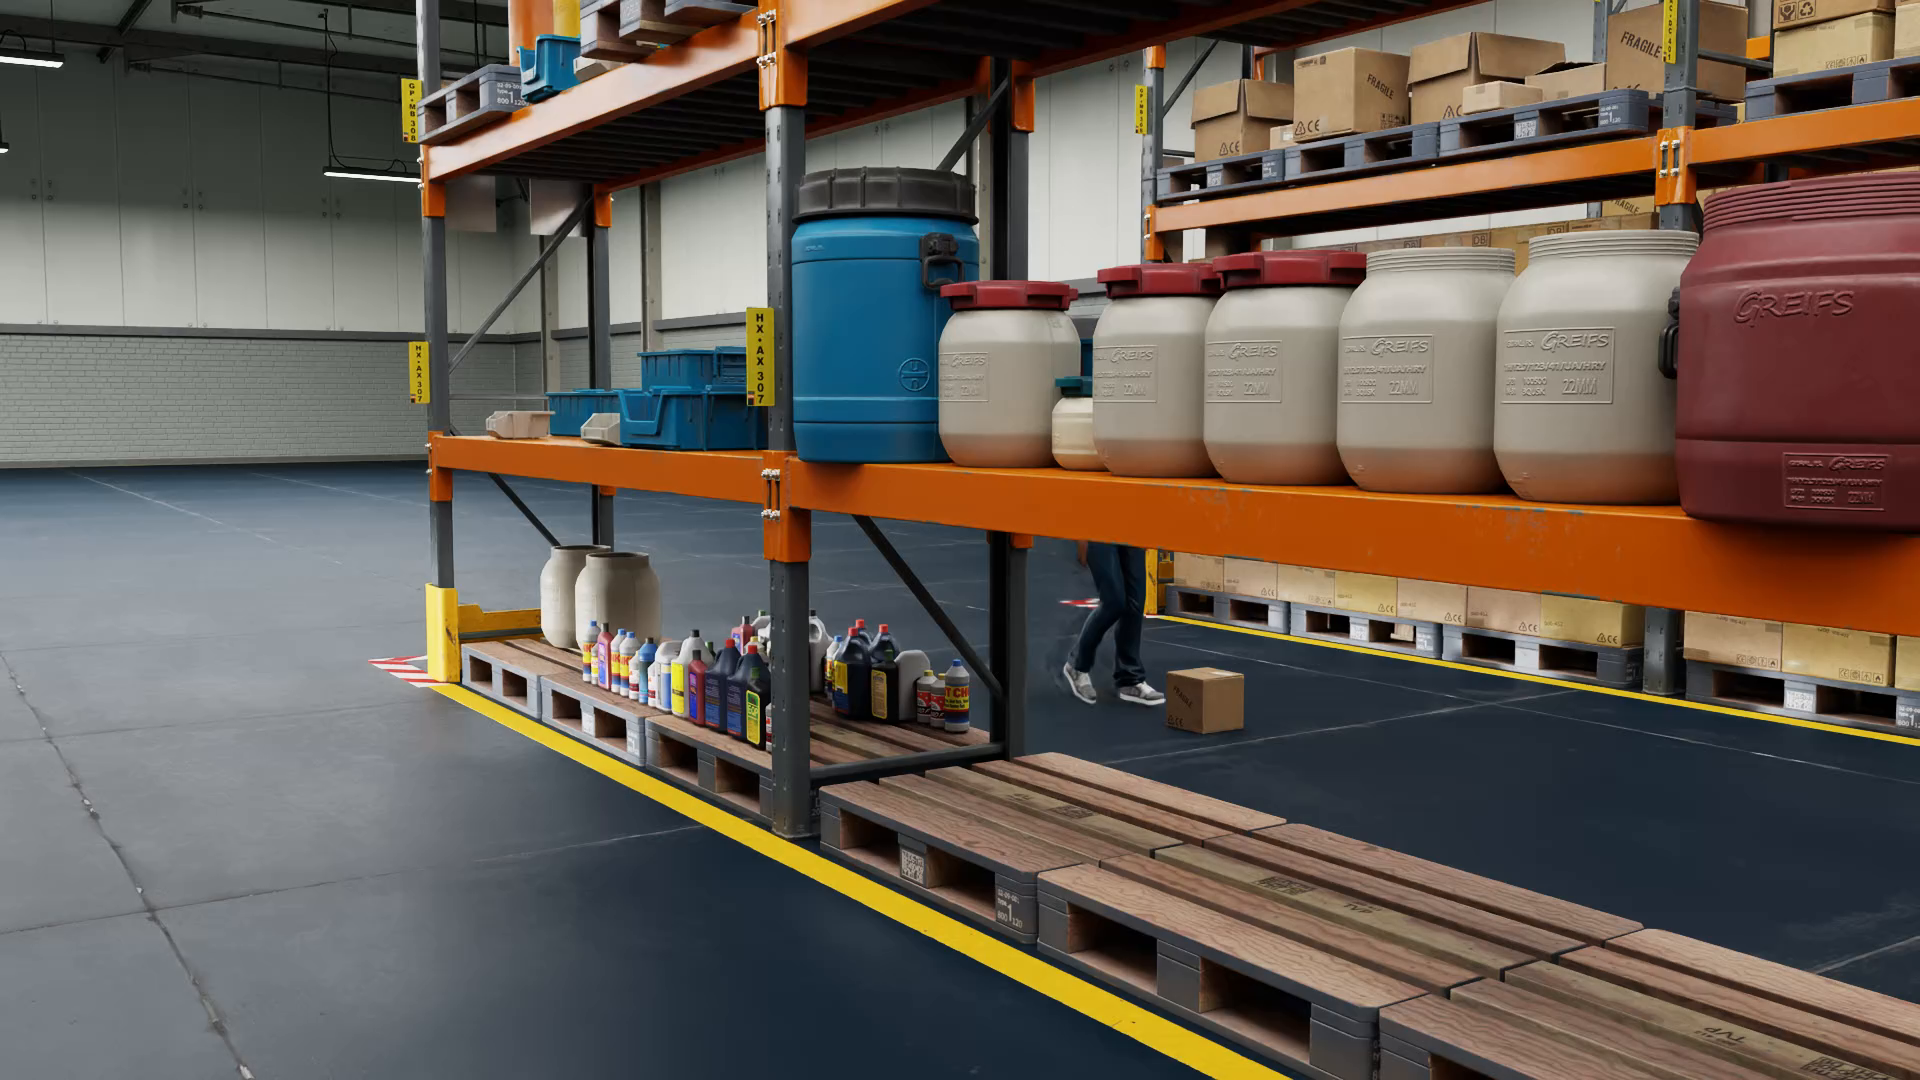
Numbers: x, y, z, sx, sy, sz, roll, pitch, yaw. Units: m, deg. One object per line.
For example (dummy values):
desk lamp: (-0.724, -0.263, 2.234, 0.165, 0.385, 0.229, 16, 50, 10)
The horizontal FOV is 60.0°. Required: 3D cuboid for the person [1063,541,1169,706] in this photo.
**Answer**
person: (0.775, 0.000, 8.071, 0.437, 1.592, 0.486, -4, 7, -42)
